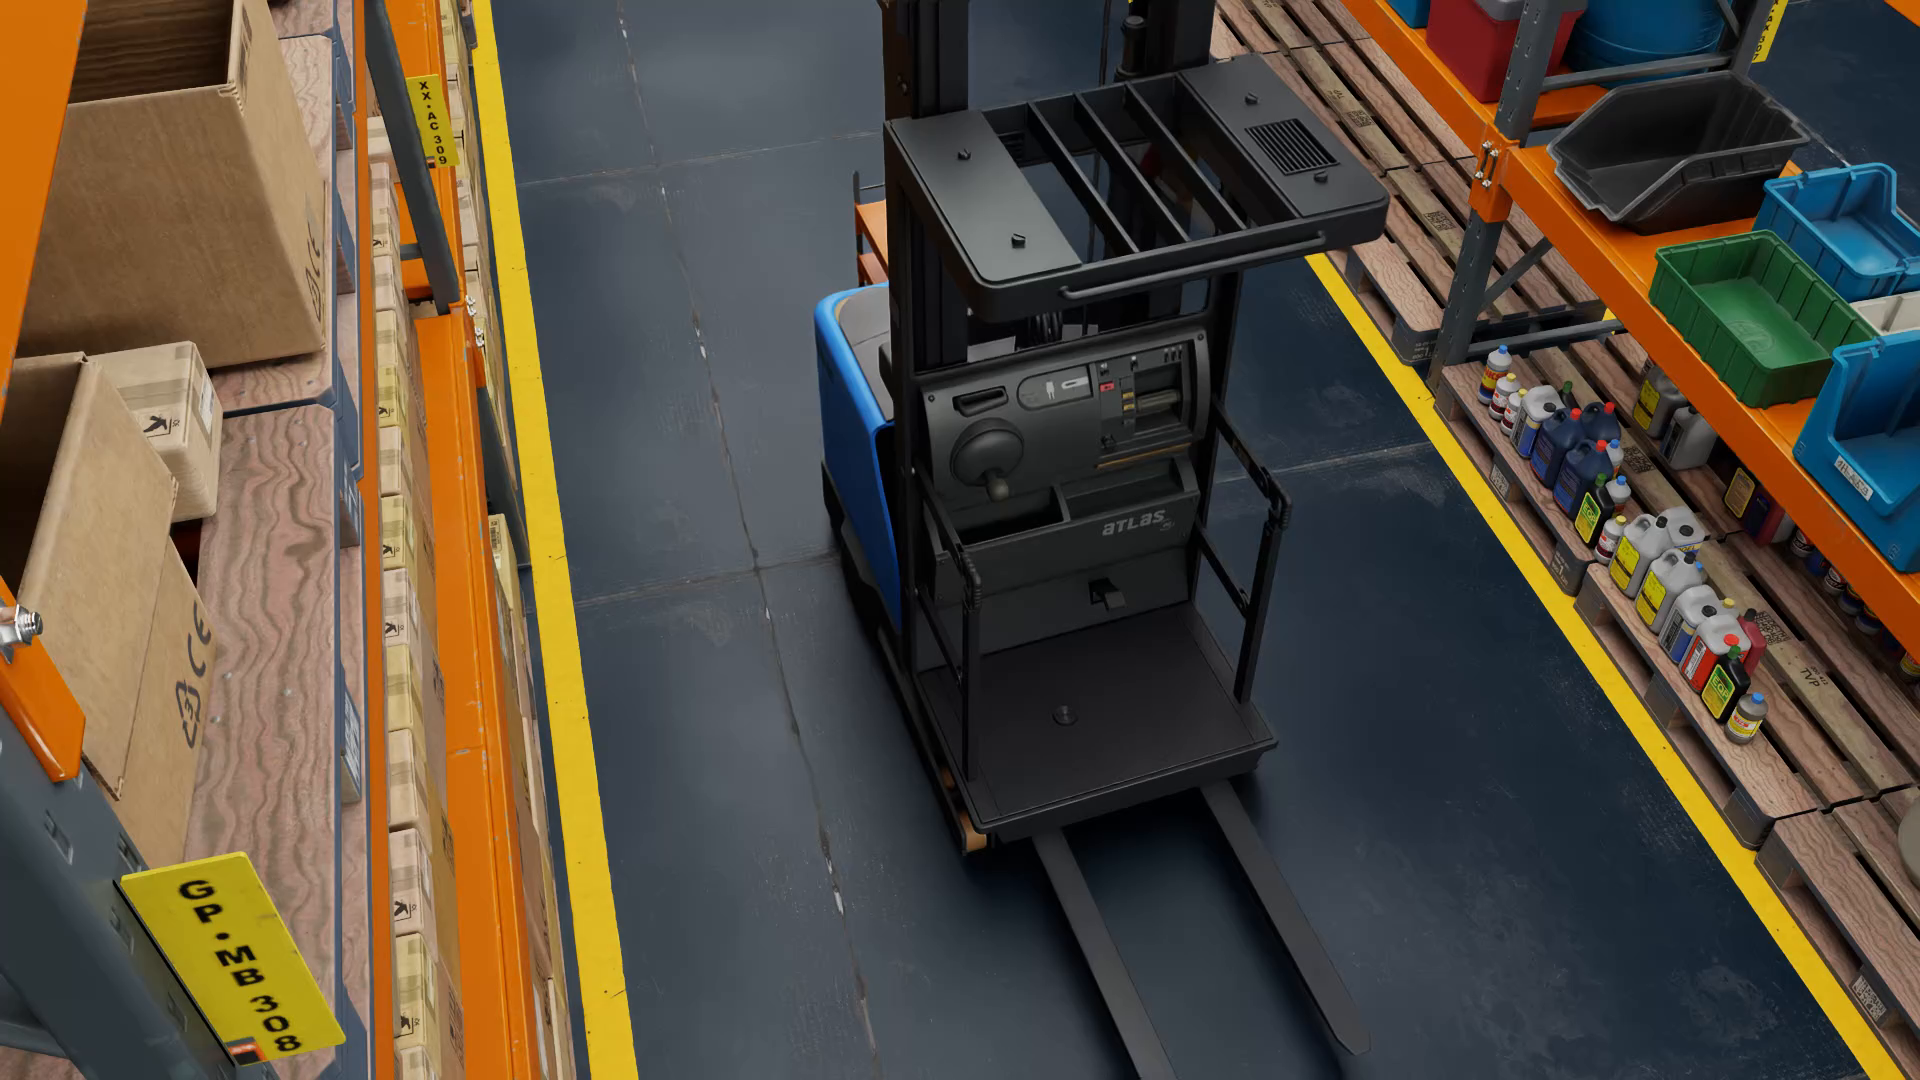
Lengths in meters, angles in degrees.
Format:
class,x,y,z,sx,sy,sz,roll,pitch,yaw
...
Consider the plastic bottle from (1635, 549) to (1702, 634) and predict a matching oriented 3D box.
class,x,y,z,sx,sy,sz,roll,pitch,yaw
plastic bottle,2.588,0.160,6.039,0.144,0.351,0.185,-9,46,-9

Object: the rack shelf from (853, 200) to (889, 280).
class,x,y,z,sx,sy,sz,roll,pitch,yaw
rack shelf,-0.222,-1.147,6.484,0.258,0.148,0.480,-14,47,-13

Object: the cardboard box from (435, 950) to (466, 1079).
class,x,y,z,sx,sy,sz,roll,pitch,yaw
cardboard box,-1.434,1.145,3.457,0.700,0.500,0.500,-10,46,-9

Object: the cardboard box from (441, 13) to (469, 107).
class,x,y,z,sx,sy,sz,roll,pitch,yaw
cardboard box,-2.724,-2.363,8.204,0.500,0.311,0.500,-11,47,-11

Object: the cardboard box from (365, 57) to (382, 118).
class,x,y,z,sx,sy,sz,roll,pitch,yaw
cardboard box,-2.527,-1.827,6.370,0.500,0.500,0.500,-8,46,-7

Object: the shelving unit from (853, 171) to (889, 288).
class,x,y,z,sx,sy,sz,roll,pitch,yaw
shelving unit,-0.222,-0.872,6.765,0.258,1.200,0.503,-14,47,-13

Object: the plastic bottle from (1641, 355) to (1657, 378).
class,x,y,z,sx,sy,sz,roll,pitch,yaw
plastic bottle,2.972,-0.779,7.065,0.097,0.201,0.097,0,46,0

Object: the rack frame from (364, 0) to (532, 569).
class,x,y,z,sx,sy,sz,roll,pitch,yaw
rack frame,-2.212,-0.895,5.527,1.000,3.000,0.127,-11,47,-10

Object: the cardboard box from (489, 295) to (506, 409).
class,x,y,z,sx,sy,sz,roll,pitch,yaw
cardboard box,-2.205,-0.756,7.022,0.500,0.250,0.500,-10,46,-9

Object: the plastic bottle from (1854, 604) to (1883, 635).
class,x,y,z,sx,sy,sz,roll,pitch,yaw
plastic bottle,3.351,0.219,6.037,0.097,0.271,0.097,0,46,0

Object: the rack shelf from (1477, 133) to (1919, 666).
class,x,y,z,sx,sy,sz,roll,pitch,yaw
rack shelf,3.090,-0.165,5.316,1.077,0.370,4.000,-11,47,-10

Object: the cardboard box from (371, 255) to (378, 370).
class,x,y,z,sx,sy,sz,roll,pitch,yaw
cardboard box,-1.961,-0.730,4.387,0.700,0.500,0.500,-11,47,-10

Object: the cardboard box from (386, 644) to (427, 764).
class,x,y,z,sx,sy,sz,roll,pitch,yaw
cardboard box,-1.411,0.406,3.728,0.380,0.149,0.250,-11,47,-11

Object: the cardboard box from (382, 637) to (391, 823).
class,x,y,z,sx,sy,sz,roll,pitch,yaw
cardboard box,-1.578,0.306,3.371,0.700,0.500,0.500,-11,47,-10

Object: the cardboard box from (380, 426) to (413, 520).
class,x,y,z,sx,sy,sz,roll,pitch,yaw
cardboard box,-1.611,-0.132,4.254,0.380,0.149,0.250,-9,46,-9

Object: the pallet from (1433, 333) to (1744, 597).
class,x,y,z,sx,sy,sz,roll,pitch,yaw
pallet,2.709,-0.351,6.946,1.003,0.211,1.213,-11,47,-10

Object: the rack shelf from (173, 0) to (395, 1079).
class,x,y,z,sx,sy,sz,roll,pitch,yaw
rack shelf,-1.700,-0.312,3.359,1.077,0.370,4.000,-11,47,-10

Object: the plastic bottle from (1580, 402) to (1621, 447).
class,x,y,z,sx,sy,sz,roll,pitch,yaw
plastic bottle,2.523,-0.418,6.606,0.144,0.351,0.185,-11,47,-10

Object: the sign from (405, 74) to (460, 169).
class,x,y,z,sx,sy,sz,roll,pitch,yaw
sign,-1.675,-1.328,5.290,0.100,0.325,0.005,-11,47,-10

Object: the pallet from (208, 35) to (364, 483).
class,x,y,z,sx,sy,sz,roll,pitch,yaw
pallet,-1.659,-0.489,3.091,1.003,0.211,1.213,-11,47,-10

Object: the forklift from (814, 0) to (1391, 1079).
class,x,y,z,sx,sy,sz,roll,pitch,yaw
forklift,0.411,-0.294,4.986,1.130,2.935,3.031,-14,47,-13

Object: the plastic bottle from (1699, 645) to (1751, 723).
class,x,y,z,sx,sy,sz,roll,pitch,yaw
plastic bottle,2.660,0.495,5.758,0.061,0.283,0.133,-10,46,-9

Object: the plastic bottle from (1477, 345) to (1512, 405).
class,x,y,z,sx,sy,sz,roll,pitch,yaw
plastic bottle,2.236,-0.697,6.935,0.097,0.271,0.097,0,46,0

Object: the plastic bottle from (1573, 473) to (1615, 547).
class,x,y,z,sx,sy,sz,roll,pitch,yaw
plastic bottle,2.434,-0.116,6.358,0.061,0.283,0.133,-9,46,-9

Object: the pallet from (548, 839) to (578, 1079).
class,x,y,z,sx,sy,sz,roll,pitch,yaw
pallet,-1.733,1.482,5.150,1.003,0.211,1.213,-11,47,-10

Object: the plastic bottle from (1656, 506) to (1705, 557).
class,x,y,z,sx,sy,sz,roll,pitch,yaw
plastic bottle,2.677,0.014,6.235,0.152,0.276,0.135,-11,47,-10

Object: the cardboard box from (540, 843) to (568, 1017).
class,x,y,z,sx,sy,sz,roll,pitch,yaw
cardboard box,-1.492,1.235,5.070,0.500,0.250,0.500,-11,47,-10

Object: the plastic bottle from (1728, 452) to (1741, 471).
class,x,y,z,sx,sy,sz,roll,pitch,yaw
plastic bottle,3.152,-0.372,6.608,0.061,0.283,0.133,-8,46,-8

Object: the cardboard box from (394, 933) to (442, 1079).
class,x,y,z,sx,sy,sz,roll,pitch,yaw
cardboard box,-1.213,0.940,3.204,0.380,0.149,0.250,-11,47,-10

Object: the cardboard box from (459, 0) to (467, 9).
class,x,y,z,sx,sy,sz,roll,pitch,yaw
cardboard box,-3.076,-3.302,9.328,0.500,0.500,0.500,-9,46,-9

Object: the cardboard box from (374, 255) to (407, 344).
class,x,y,z,sx,sy,sz,roll,pitch,yaw
cardboard box,-1.804,-0.657,4.769,0.380,0.149,0.250,-12,47,-11

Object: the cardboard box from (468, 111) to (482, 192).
class,x,y,z,sx,sy,sz,roll,pitch,yaw
cardboard box,-2.604,-1.820,8.064,0.500,0.250,0.500,-10,46,-9

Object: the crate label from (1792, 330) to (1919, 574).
class,x,y,z,sx,sy,sz,roll,pitch,yaw
crate label,2.869,-0.270,4.890,0.502,0.435,0.616,-11,47,-10

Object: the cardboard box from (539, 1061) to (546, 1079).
class,x,y,z,sx,sy,sz,roll,pitch,yaw
cardboard box,-1.240,1.664,4.125,0.500,0.500,0.500,-11,47,-10

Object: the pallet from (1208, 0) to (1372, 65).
class,x,y,z,sx,sy,sz,roll,pitch,yaw
pallet,1.714,-3.042,9.583,1.003,0.211,1.213,-11,47,-10

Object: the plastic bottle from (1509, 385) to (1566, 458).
class,x,y,z,sx,sy,sz,roll,pitch,yaw
plastic bottle,2.345,-0.480,6.720,0.152,0.276,0.135,-9,46,-9

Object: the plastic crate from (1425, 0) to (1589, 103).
class,x,y,z,sx,sy,sz,roll,pitch,yaw
plastic crate,2.158,-2.099,6.662,0.402,0.464,0.583,-11,47,-10

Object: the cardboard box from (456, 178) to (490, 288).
class,x,y,z,sx,sy,sz,roll,pitch,yaw
cardboard box,-2.333,-1.310,7.172,0.500,0.311,0.500,-12,47,-12

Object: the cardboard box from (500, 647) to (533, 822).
class,x,y,z,sx,sy,sz,roll,pitch,yaw
cardboard box,-1.633,0.630,5.138,0.500,0.500,0.500,-11,47,-10

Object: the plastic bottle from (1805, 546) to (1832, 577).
class,x,y,z,sx,sy,sz,roll,pitch,yaw
plastic bottle,3.274,0.010,6.242,0.097,0.271,0.097,0,46,0

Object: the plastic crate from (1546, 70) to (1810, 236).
class,x,y,z,sx,sy,sz,roll,pitch,yaw
plastic crate,2.589,-1.392,6.057,0.767,0.338,0.504,-11,47,-10

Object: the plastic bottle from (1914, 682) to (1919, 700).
class,x,y,z,sx,sy,sz,roll,pitch,yaw
plastic bottle,3.439,0.456,5.805,0.097,0.271,0.097,0,46,0

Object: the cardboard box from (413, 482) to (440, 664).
class,x,y,z,sx,sy,sz,roll,pitch,yaw
cardboard box,-1.826,0.085,4.496,0.700,0.500,0.500,-10,46,-10

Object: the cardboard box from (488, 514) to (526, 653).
class,x,y,z,sx,sy,sz,roll,pitch,yaw
cardboard box,-1.882,0.201,6.084,0.500,0.250,0.500,-11,47,-10

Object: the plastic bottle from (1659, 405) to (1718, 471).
class,x,y,z,sx,sy,sz,roll,pitch,yaw
plastic bottle,2.934,-0.430,6.670,0.152,0.276,0.135,-11,47,-10
